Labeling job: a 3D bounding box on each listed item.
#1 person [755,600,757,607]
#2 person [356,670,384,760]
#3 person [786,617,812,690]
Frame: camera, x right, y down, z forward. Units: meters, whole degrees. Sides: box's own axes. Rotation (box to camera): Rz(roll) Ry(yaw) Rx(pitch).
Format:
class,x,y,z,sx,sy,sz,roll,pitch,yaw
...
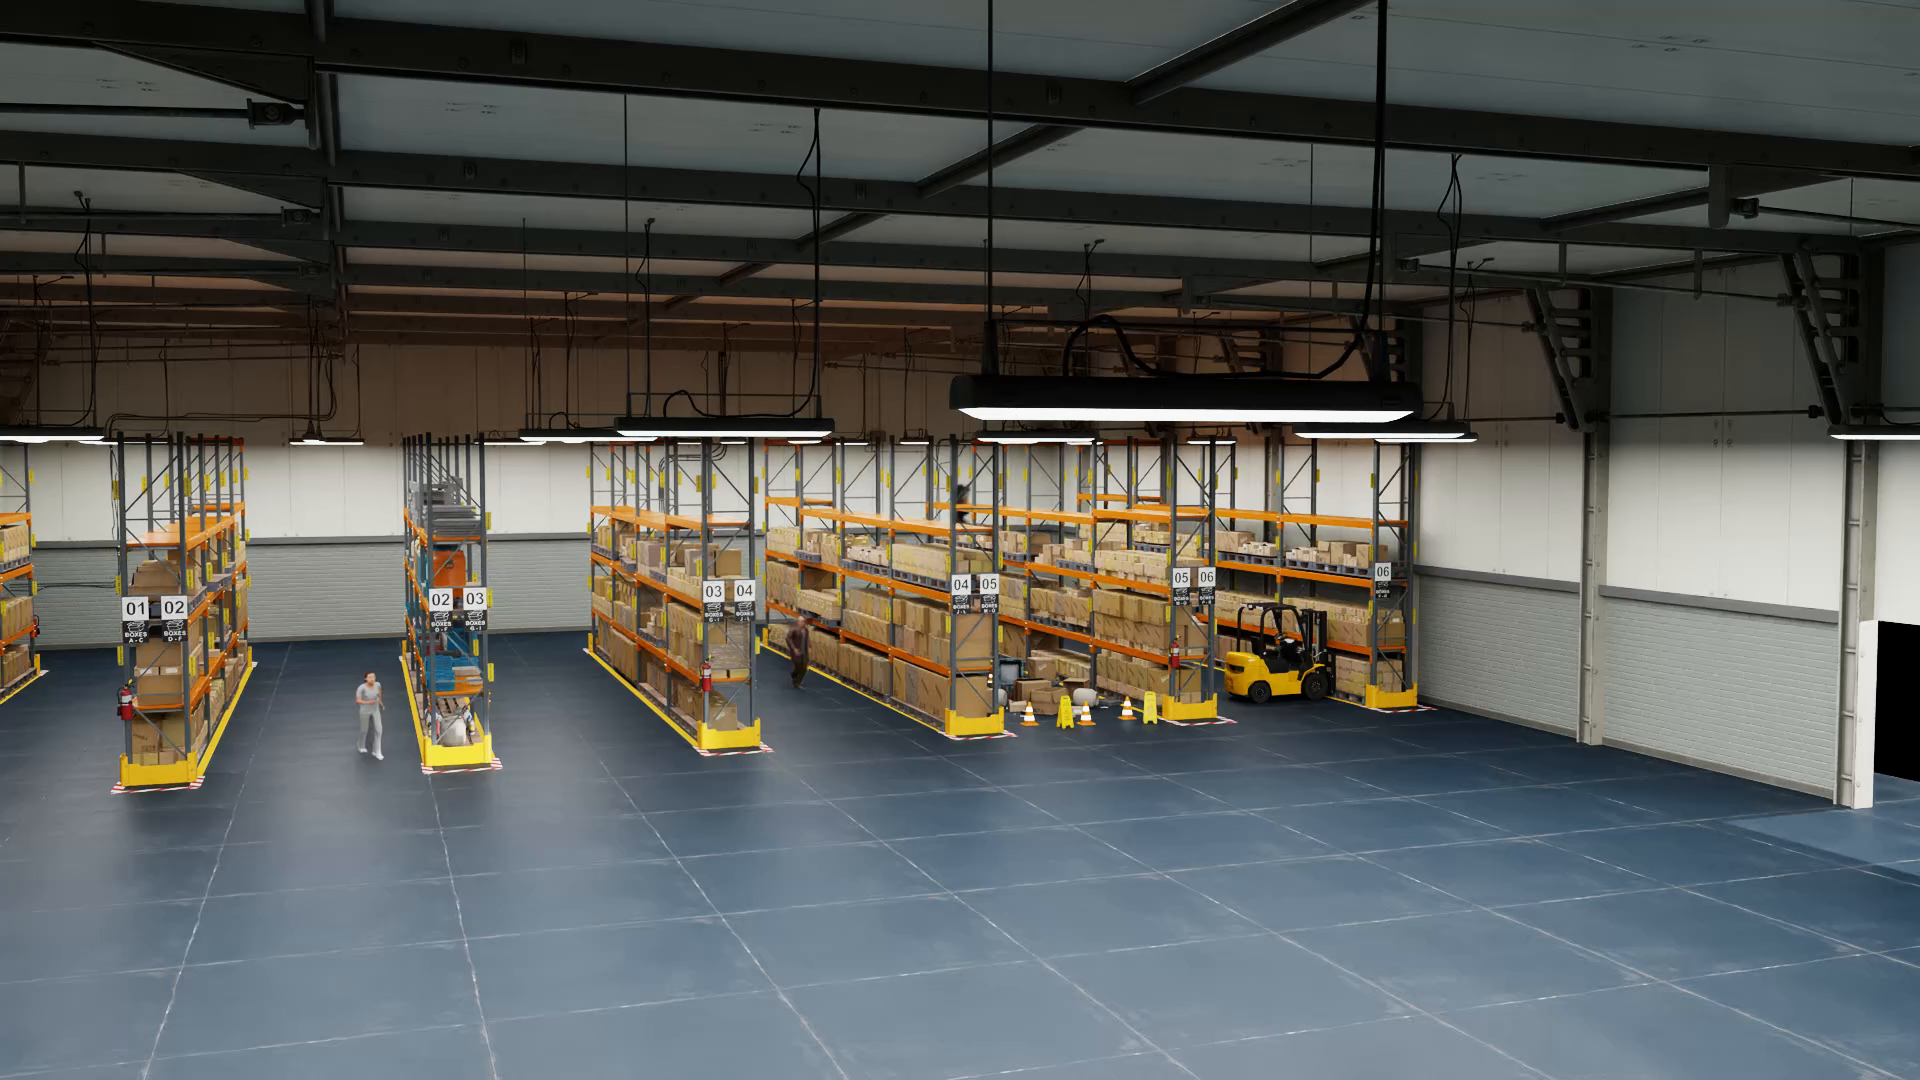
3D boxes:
class,x,y,z,sx,sy,sz,roll,pitch,yaw
person,-6.294,2.193,49.260,0.517,1.565,0.924,0,3,7
person,-10.911,3.254,30.713,0.563,1.535,0.957,-2,4,-35
person,-3.867,2.681,39.530,0.705,1.733,0.648,-2,4,-34
